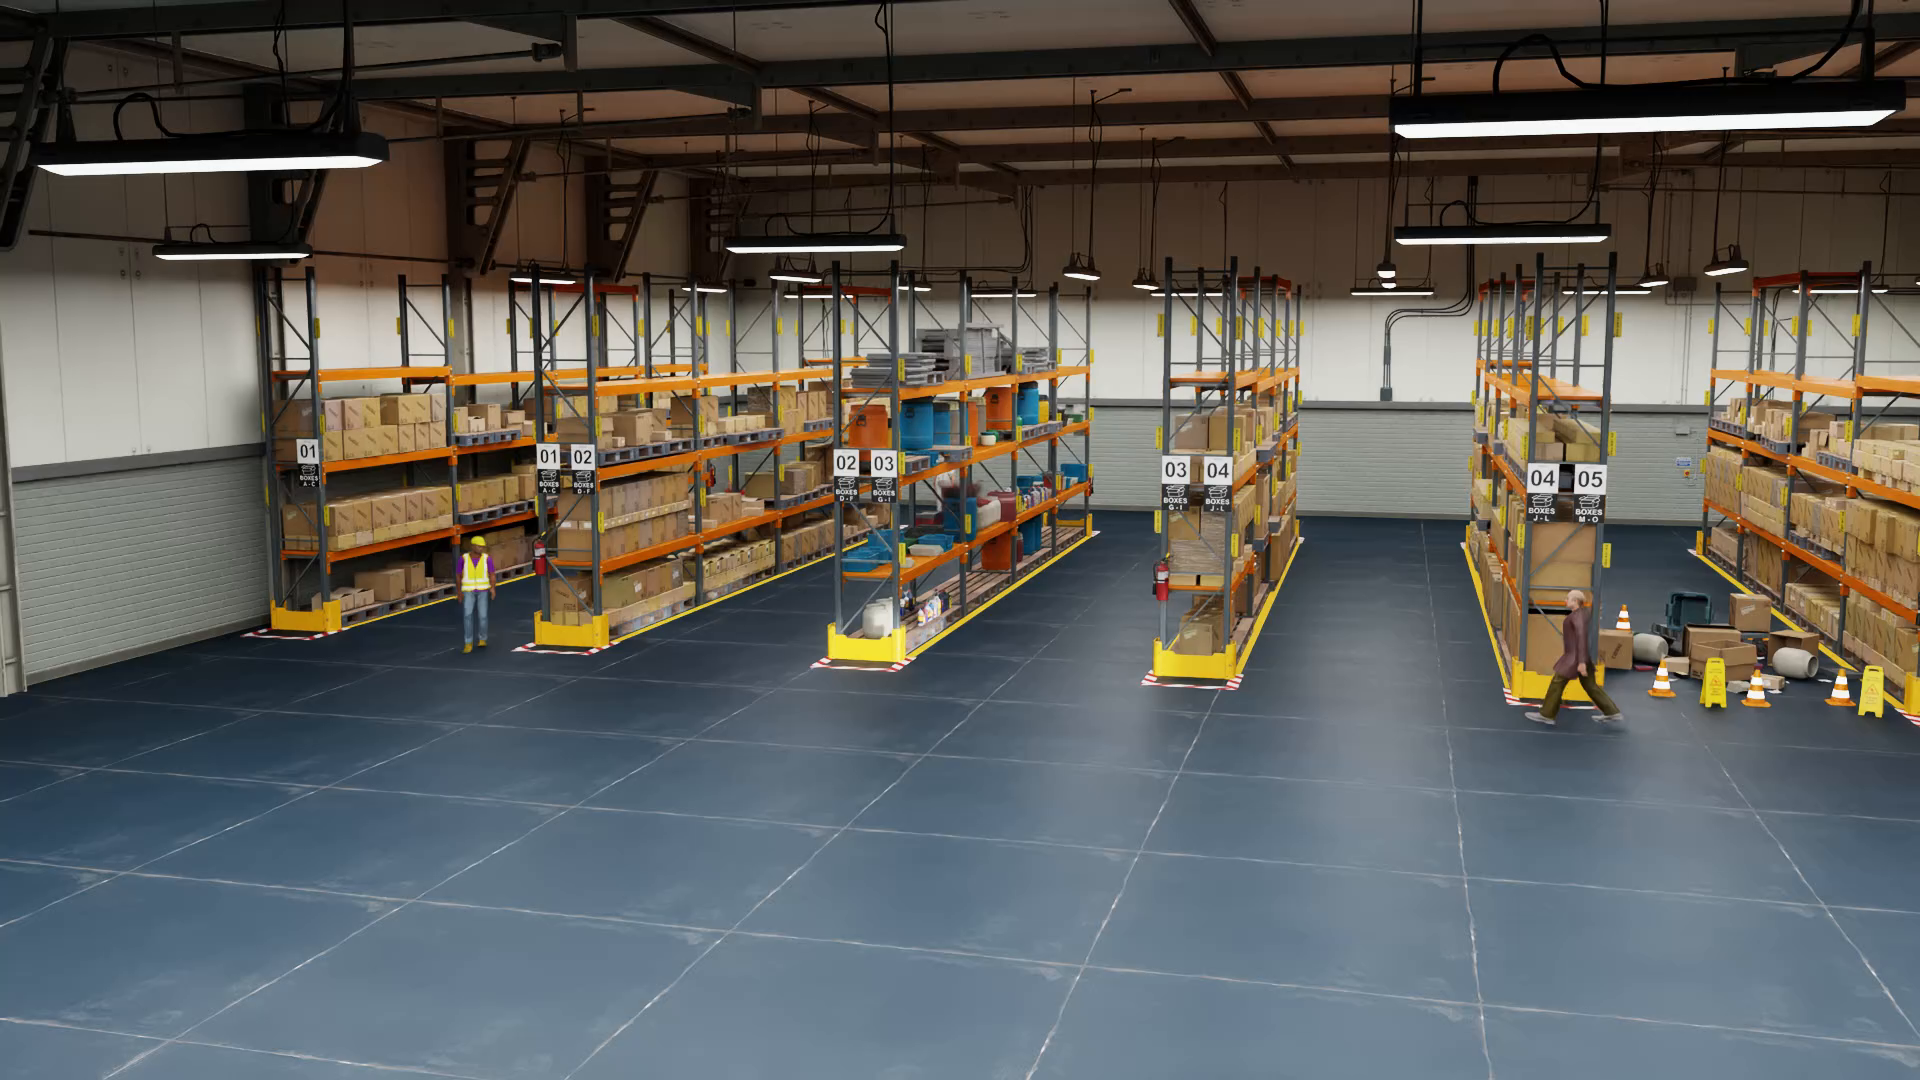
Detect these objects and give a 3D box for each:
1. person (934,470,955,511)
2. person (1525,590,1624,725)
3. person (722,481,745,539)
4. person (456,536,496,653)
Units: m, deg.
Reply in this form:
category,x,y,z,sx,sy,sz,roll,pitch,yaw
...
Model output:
category,x,y,z,sx,sy,sz,roll,pitch,yaw
person,-0.426,-1.436,43.872,0.589,1.700,1.088,1,7,6
person,7.773,1.488,20.953,1.159,1.729,0.578,4,8,26
person,-5.069,-0.558,37.518,0.638,1.632,0.731,4,8,26
person,-7.581,0.848,26.083,0.599,1.787,0.678,-3,8,-19
